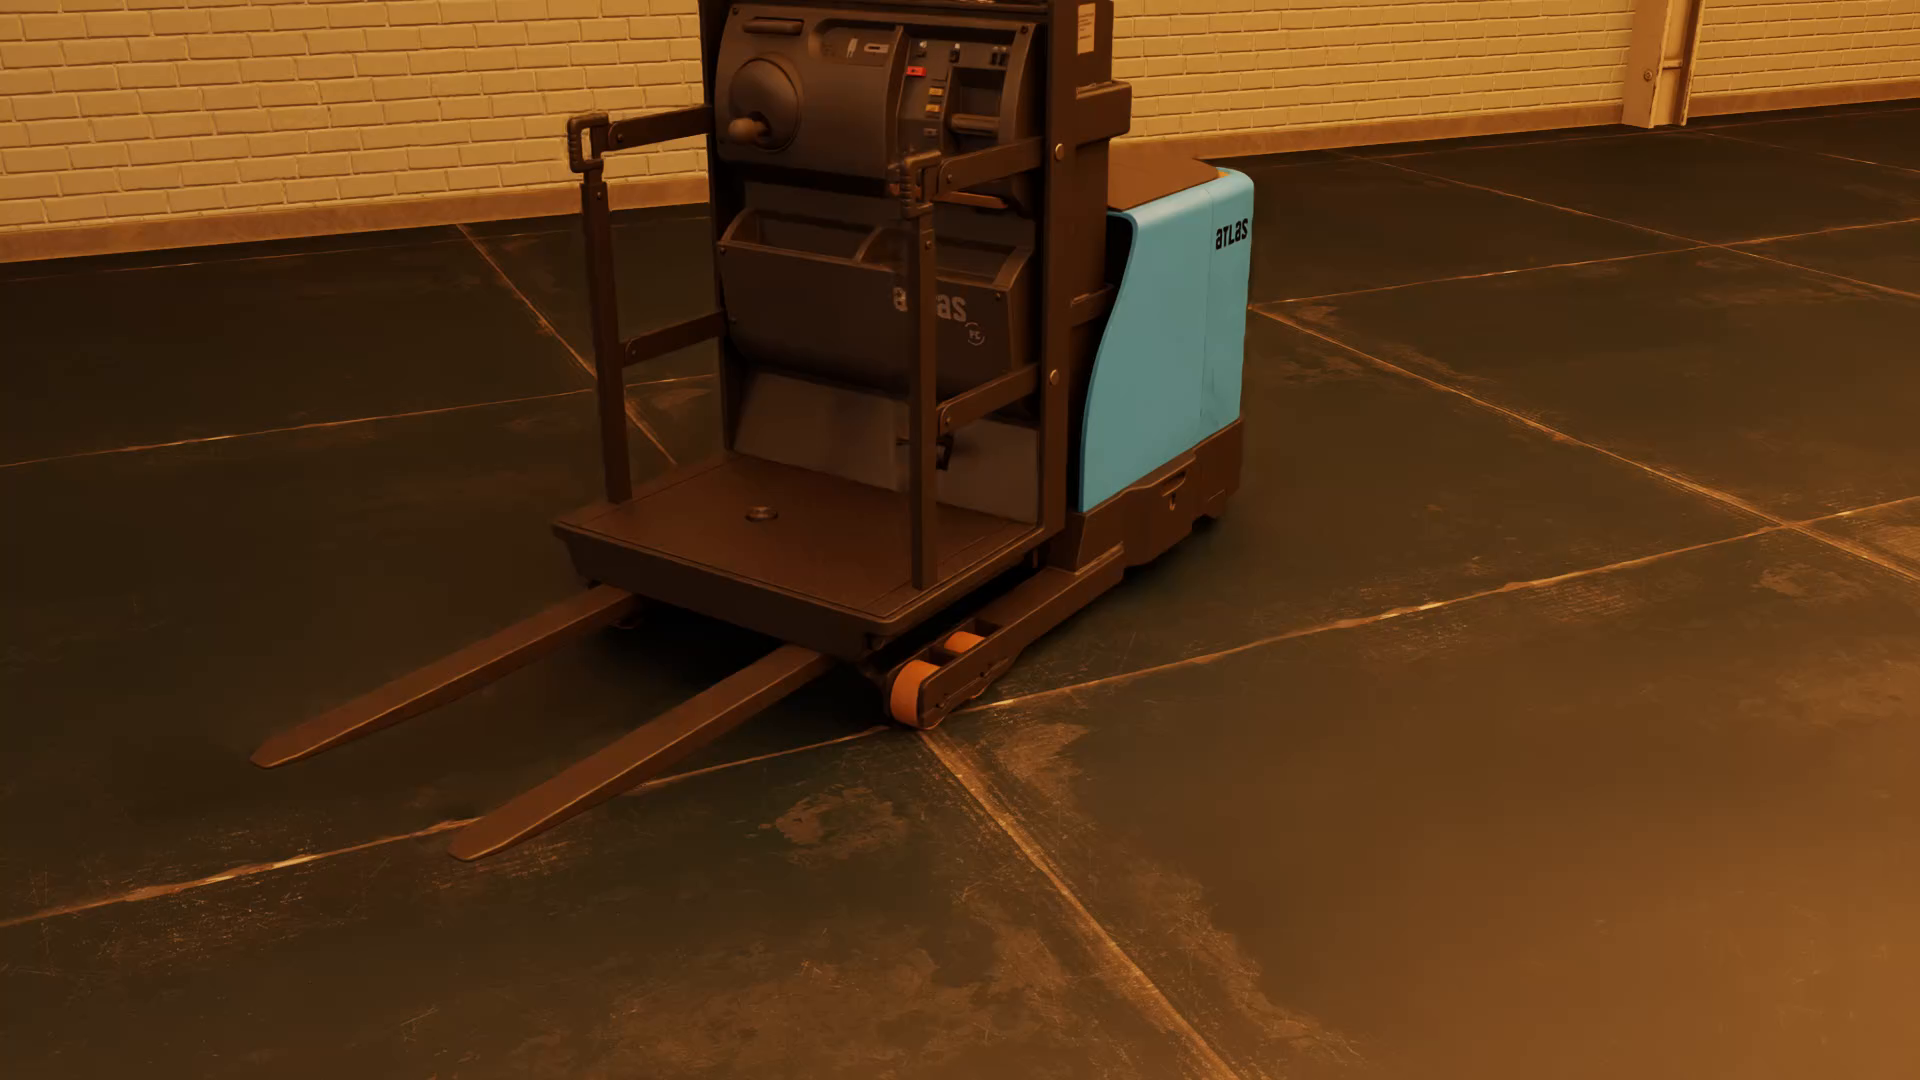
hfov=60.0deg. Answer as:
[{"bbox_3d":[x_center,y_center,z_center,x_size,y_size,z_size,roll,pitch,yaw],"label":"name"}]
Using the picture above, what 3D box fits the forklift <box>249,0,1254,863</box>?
[{"bbox_3d":[-0.347,-1.103,3.942,1.130,2.935,3.031,15,27,31],"label":"forklift"}]
